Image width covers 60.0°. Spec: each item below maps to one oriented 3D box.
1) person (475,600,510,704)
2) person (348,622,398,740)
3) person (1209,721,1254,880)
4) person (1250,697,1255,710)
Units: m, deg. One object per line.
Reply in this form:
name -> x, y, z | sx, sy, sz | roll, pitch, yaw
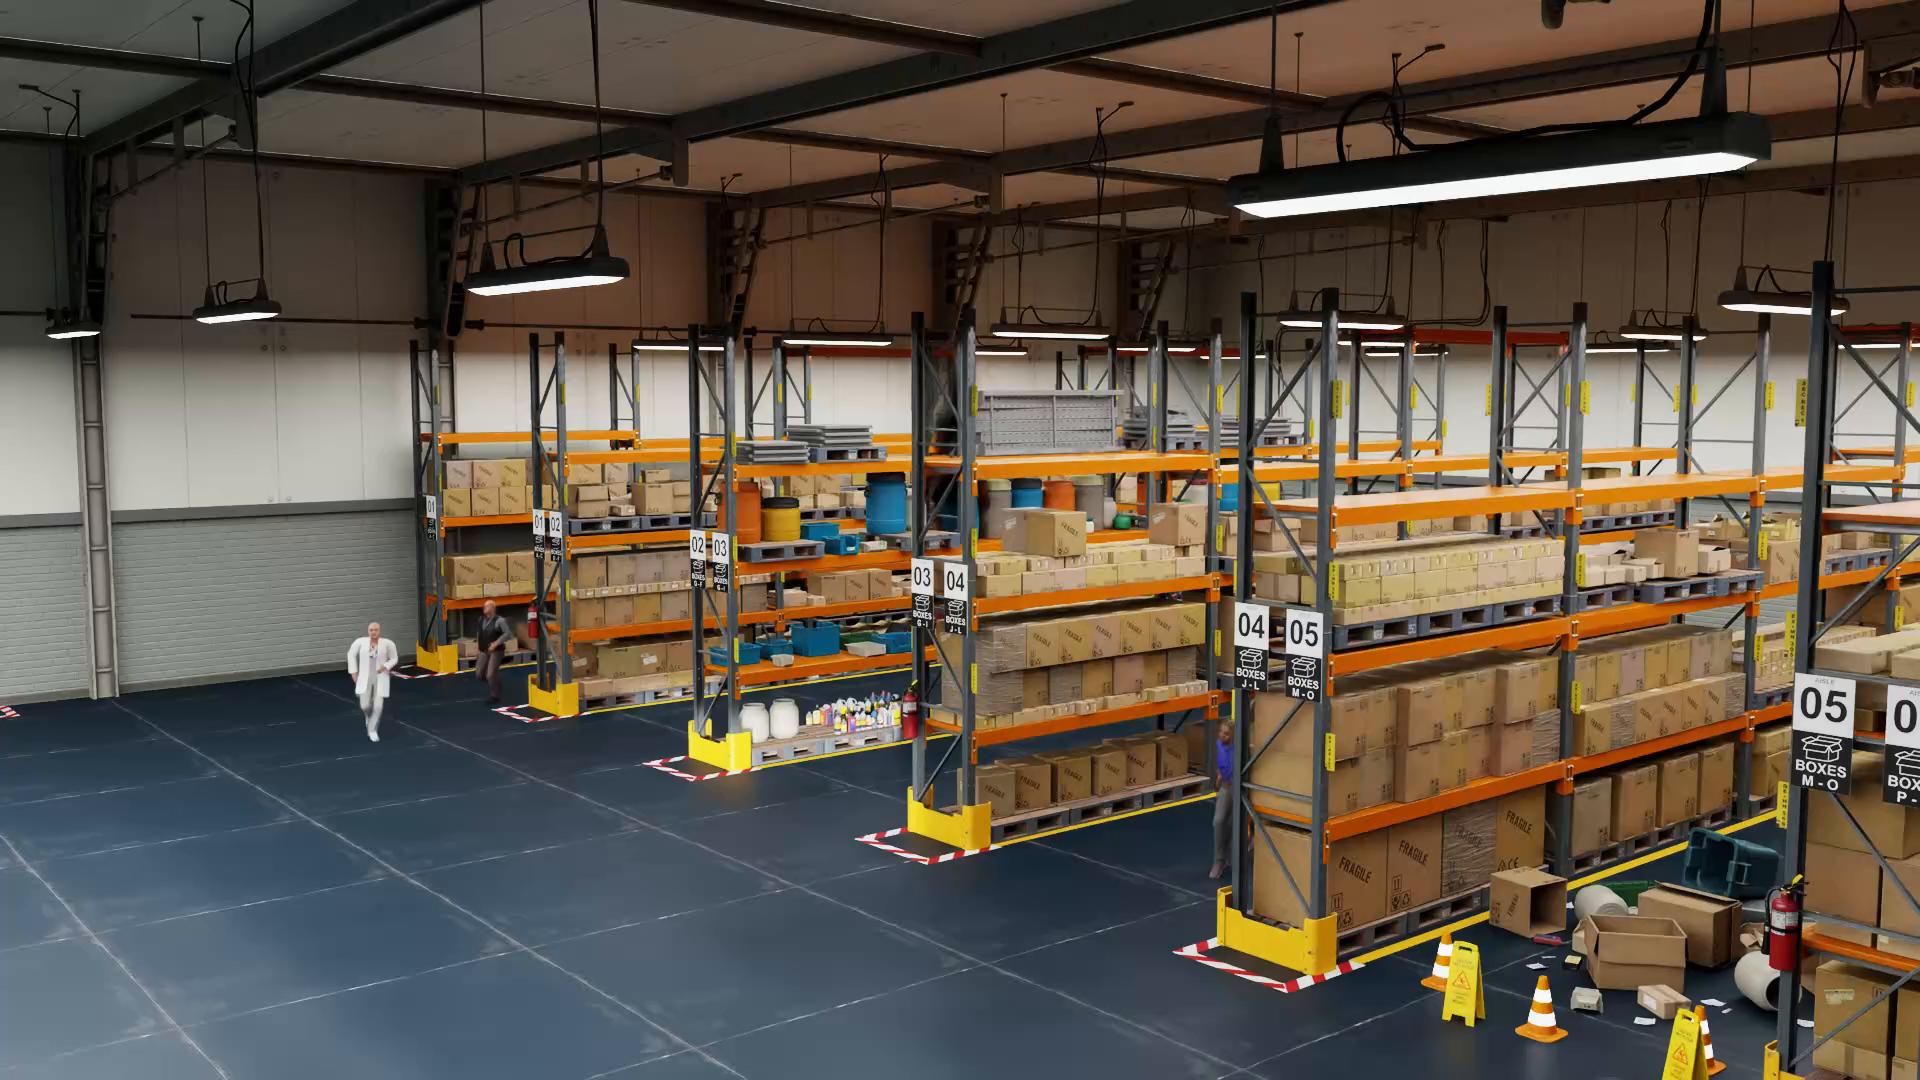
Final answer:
person -> -7.630, 1.822, 27.112 | 0.676, 1.692, 0.576 | 2, 6, 21
person -> -8.576, 2.062, 24.300 | 0.702, 1.731, 0.672 | -2, 6, -16
person -> 2.975, 2.720, 17.786 | 0.581, 1.656, 1.061 | 4, 6, 35
person -> 4.619, 1.856, 26.463 | 0.653, 1.731, 0.569 | 5, 7, 42
